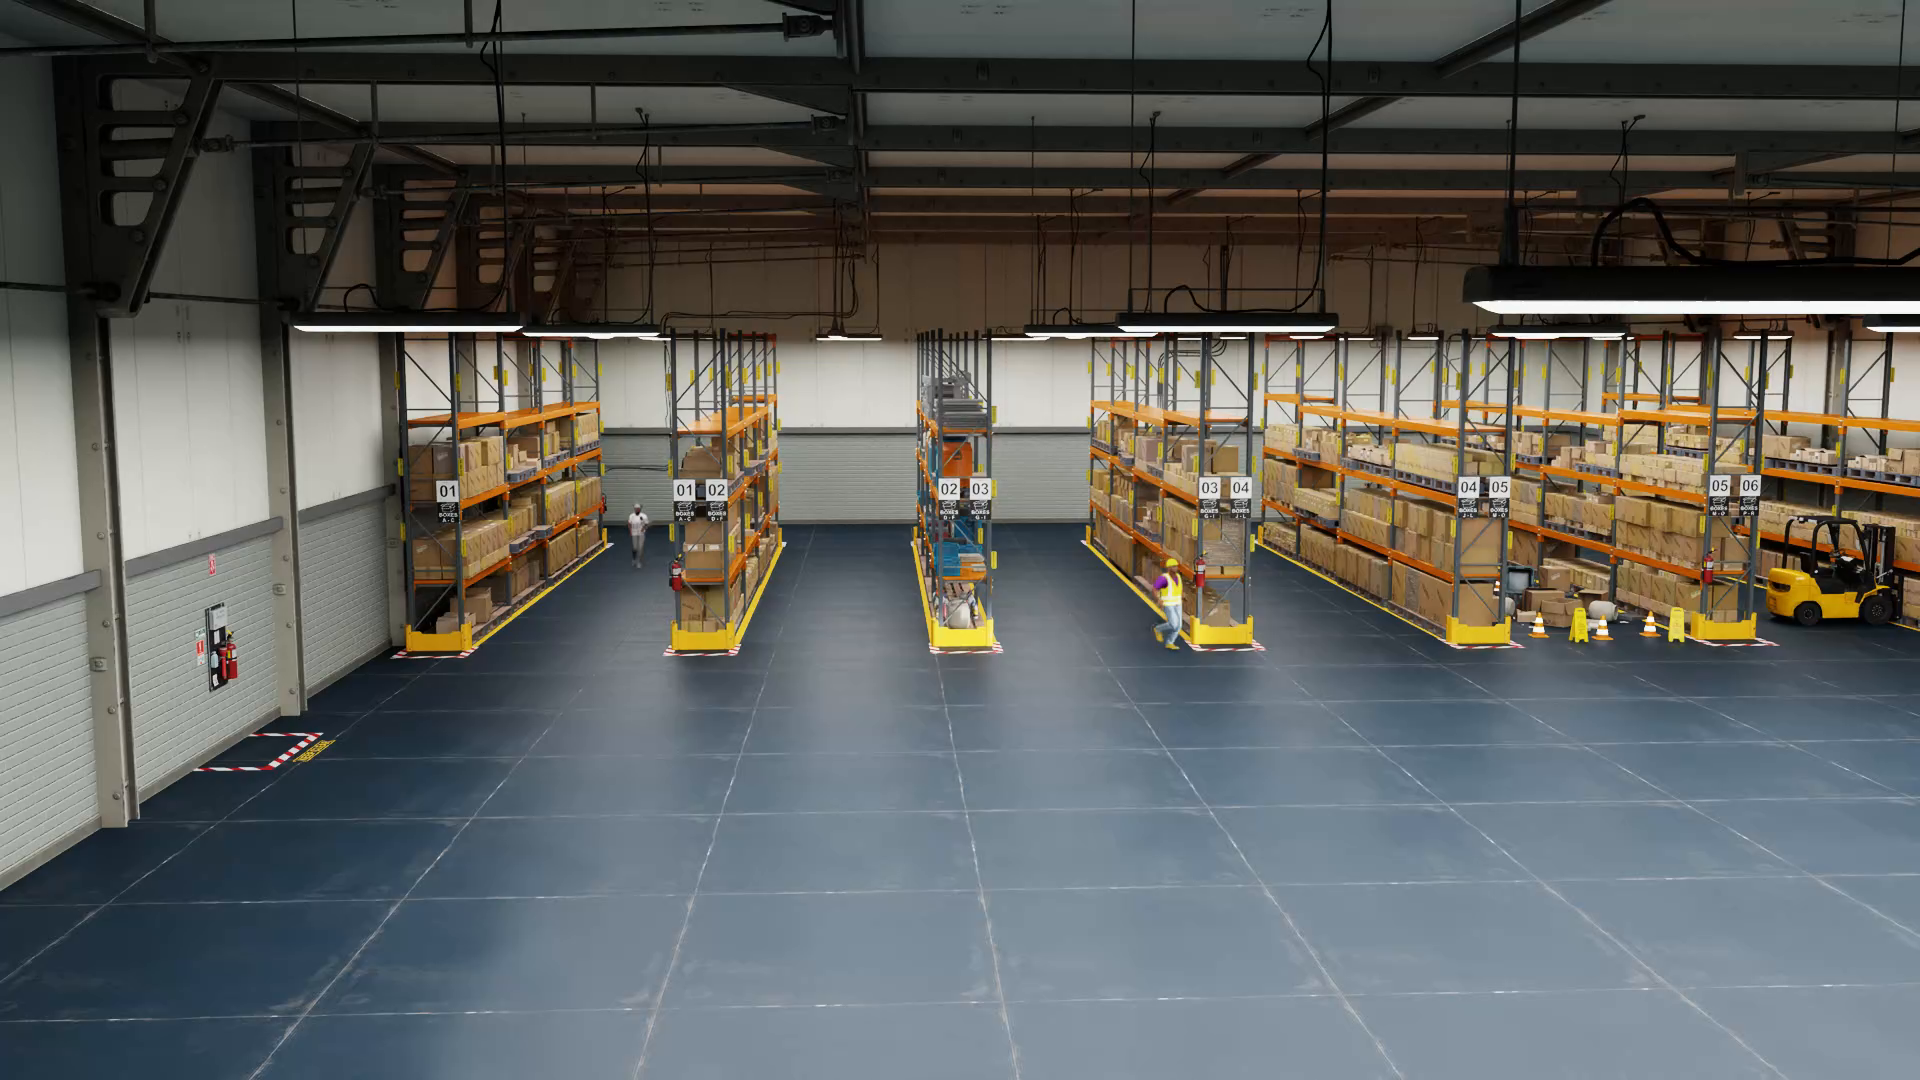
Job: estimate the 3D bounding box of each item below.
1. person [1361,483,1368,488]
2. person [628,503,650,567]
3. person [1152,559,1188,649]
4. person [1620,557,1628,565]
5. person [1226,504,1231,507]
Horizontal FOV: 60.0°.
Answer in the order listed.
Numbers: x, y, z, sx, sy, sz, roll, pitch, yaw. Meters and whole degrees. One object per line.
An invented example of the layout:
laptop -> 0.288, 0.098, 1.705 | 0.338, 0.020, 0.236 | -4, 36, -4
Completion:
person -> 11.981, -0.898, 49.526 | 0.539, 1.596, 0.601 | -2, 7, -14
person -> -8.226, -0.115, 42.544 | 0.561, 1.663, 0.567 | -1, 7, -7
person -> 3.947, 1.202, 31.238 | 0.717, 1.709, 0.597 | -5, 8, -37
person -> 16.202, 0.125, 40.117 | 0.680, 1.725, 0.972 | 0, 7, -2
person -> 7.462, -0.519, 46.257 | 0.508, 1.640, 0.728 | -1, 7, -8
